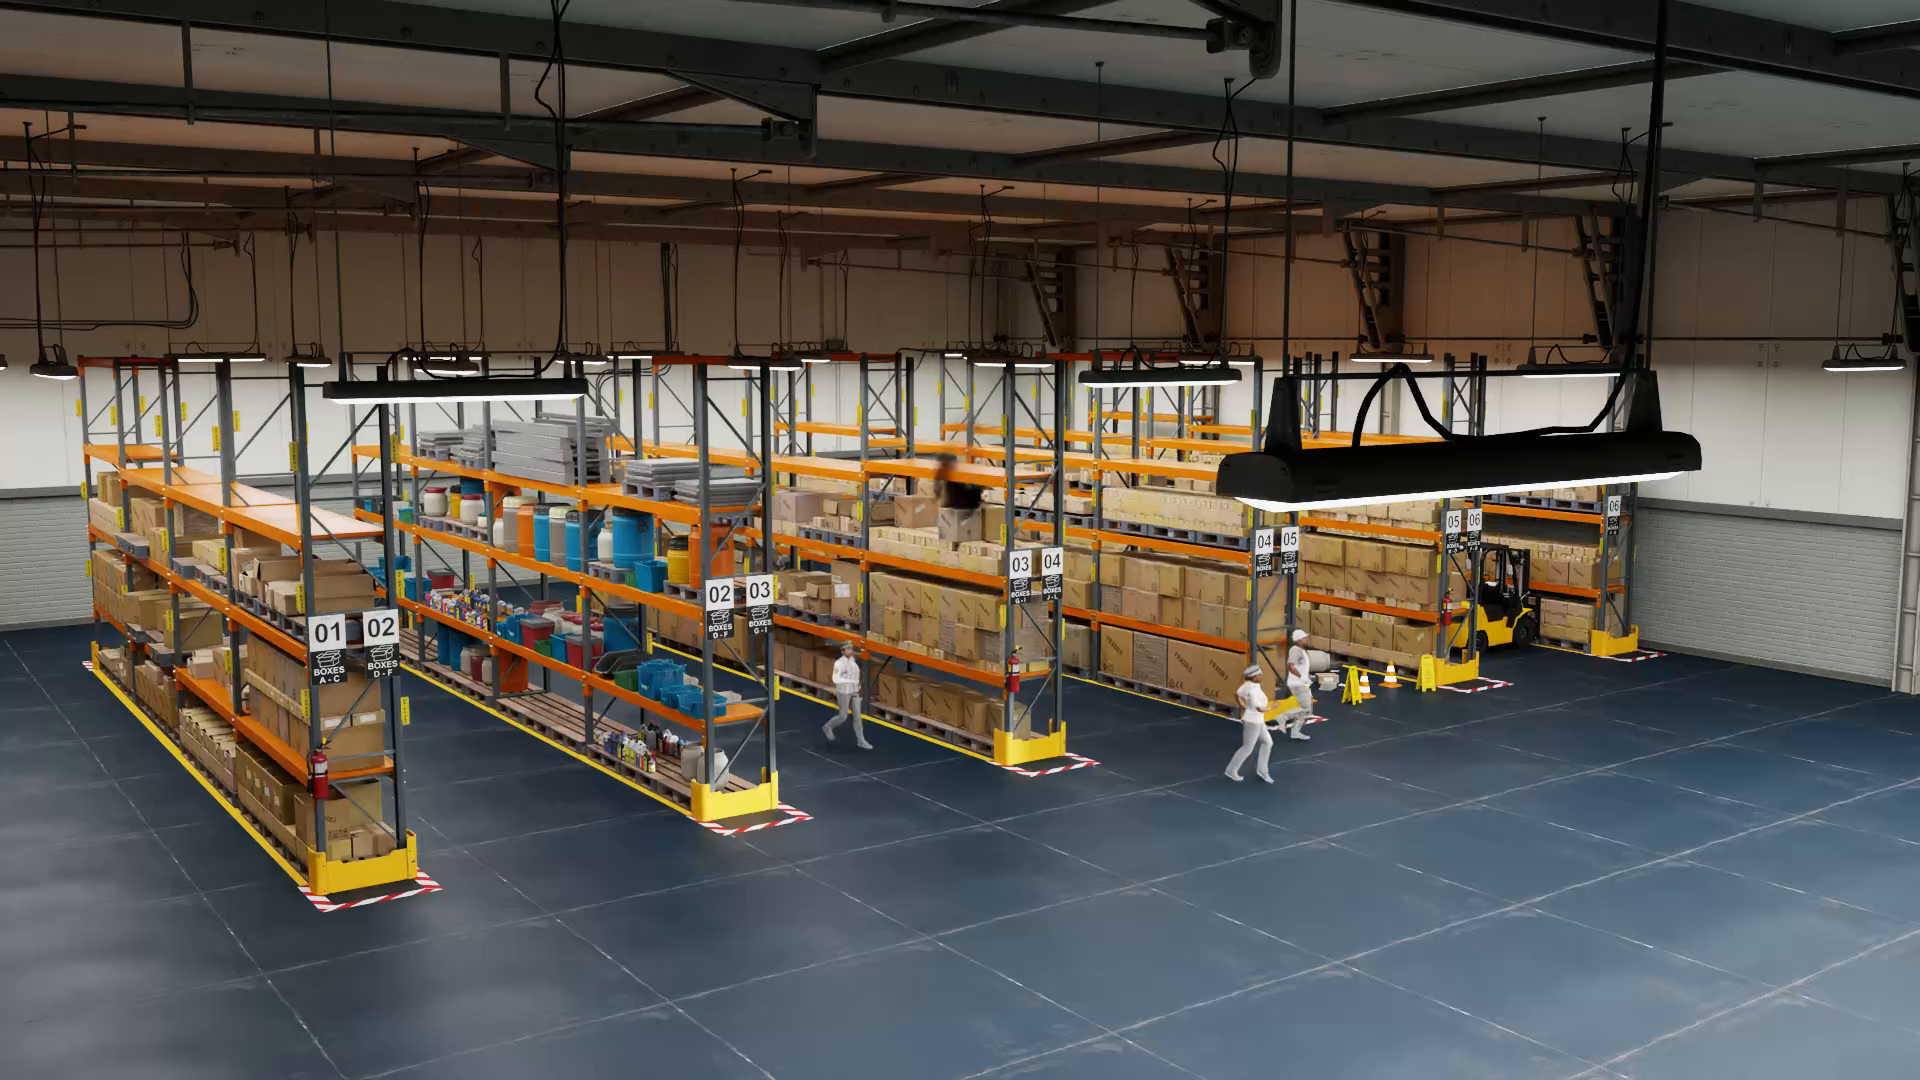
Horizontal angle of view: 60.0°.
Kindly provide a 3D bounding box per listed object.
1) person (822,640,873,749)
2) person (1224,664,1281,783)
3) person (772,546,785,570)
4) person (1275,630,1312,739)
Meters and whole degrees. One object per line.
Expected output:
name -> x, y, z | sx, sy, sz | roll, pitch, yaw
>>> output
person -> -1.719, 2.348, 25.635 | 0.938, 1.652, 0.617 | 6, 9, 39
person -> 4.167, 2.629, 23.660 | 0.782, 1.757, 0.546 | 1, 7, 7
person -> -4.287, 0.938, 37.968 | 0.606, 1.660, 0.714 | -3, 7, -21
person -> 5.310, 2.283, 26.389 | 0.567, 1.733, 0.709 | 2, 7, 13
